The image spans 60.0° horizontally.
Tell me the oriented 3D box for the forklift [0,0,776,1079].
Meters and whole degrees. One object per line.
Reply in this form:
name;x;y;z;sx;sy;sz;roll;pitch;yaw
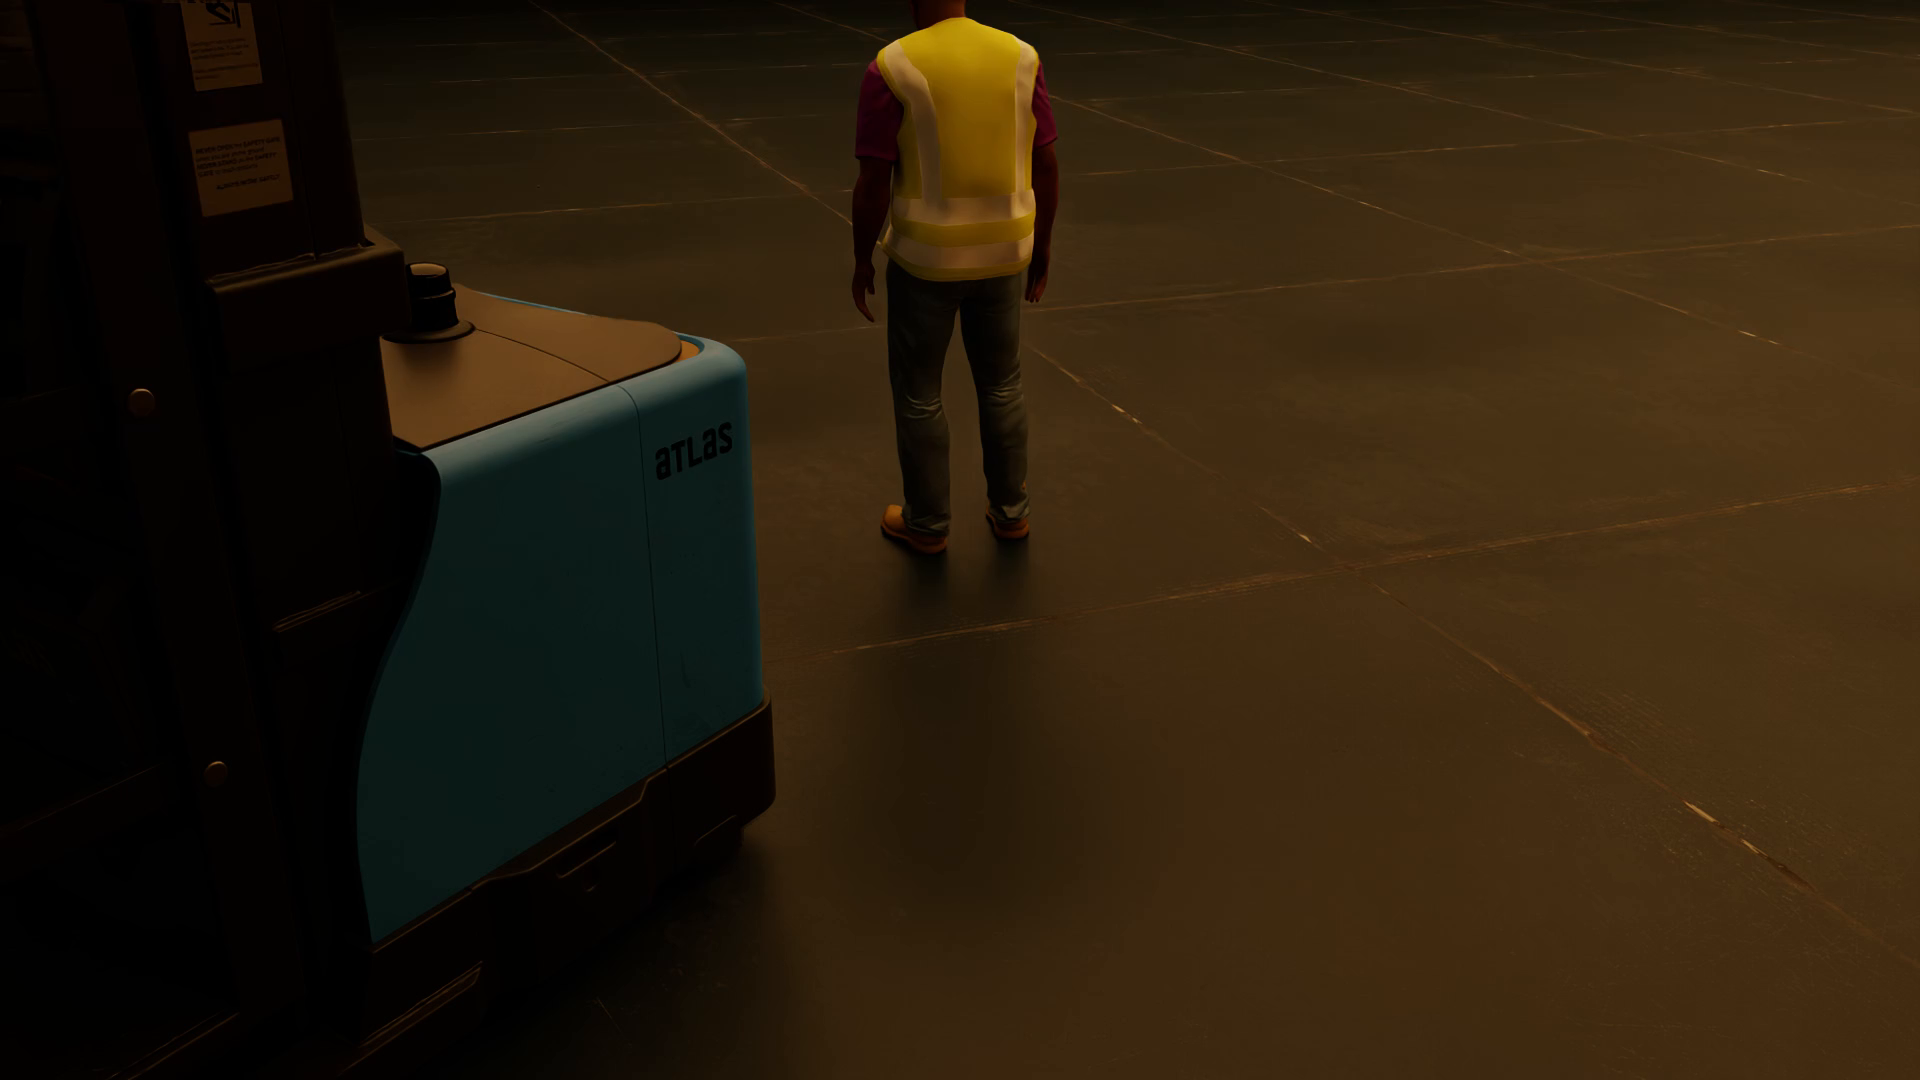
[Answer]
forklift;-1.634;-0.368;2.175;1.130;2.935;3.031;15;27;31

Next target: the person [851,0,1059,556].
person;-0.021;-0.823;4.771;0.626;1.760;0.460;-9;24;-20
